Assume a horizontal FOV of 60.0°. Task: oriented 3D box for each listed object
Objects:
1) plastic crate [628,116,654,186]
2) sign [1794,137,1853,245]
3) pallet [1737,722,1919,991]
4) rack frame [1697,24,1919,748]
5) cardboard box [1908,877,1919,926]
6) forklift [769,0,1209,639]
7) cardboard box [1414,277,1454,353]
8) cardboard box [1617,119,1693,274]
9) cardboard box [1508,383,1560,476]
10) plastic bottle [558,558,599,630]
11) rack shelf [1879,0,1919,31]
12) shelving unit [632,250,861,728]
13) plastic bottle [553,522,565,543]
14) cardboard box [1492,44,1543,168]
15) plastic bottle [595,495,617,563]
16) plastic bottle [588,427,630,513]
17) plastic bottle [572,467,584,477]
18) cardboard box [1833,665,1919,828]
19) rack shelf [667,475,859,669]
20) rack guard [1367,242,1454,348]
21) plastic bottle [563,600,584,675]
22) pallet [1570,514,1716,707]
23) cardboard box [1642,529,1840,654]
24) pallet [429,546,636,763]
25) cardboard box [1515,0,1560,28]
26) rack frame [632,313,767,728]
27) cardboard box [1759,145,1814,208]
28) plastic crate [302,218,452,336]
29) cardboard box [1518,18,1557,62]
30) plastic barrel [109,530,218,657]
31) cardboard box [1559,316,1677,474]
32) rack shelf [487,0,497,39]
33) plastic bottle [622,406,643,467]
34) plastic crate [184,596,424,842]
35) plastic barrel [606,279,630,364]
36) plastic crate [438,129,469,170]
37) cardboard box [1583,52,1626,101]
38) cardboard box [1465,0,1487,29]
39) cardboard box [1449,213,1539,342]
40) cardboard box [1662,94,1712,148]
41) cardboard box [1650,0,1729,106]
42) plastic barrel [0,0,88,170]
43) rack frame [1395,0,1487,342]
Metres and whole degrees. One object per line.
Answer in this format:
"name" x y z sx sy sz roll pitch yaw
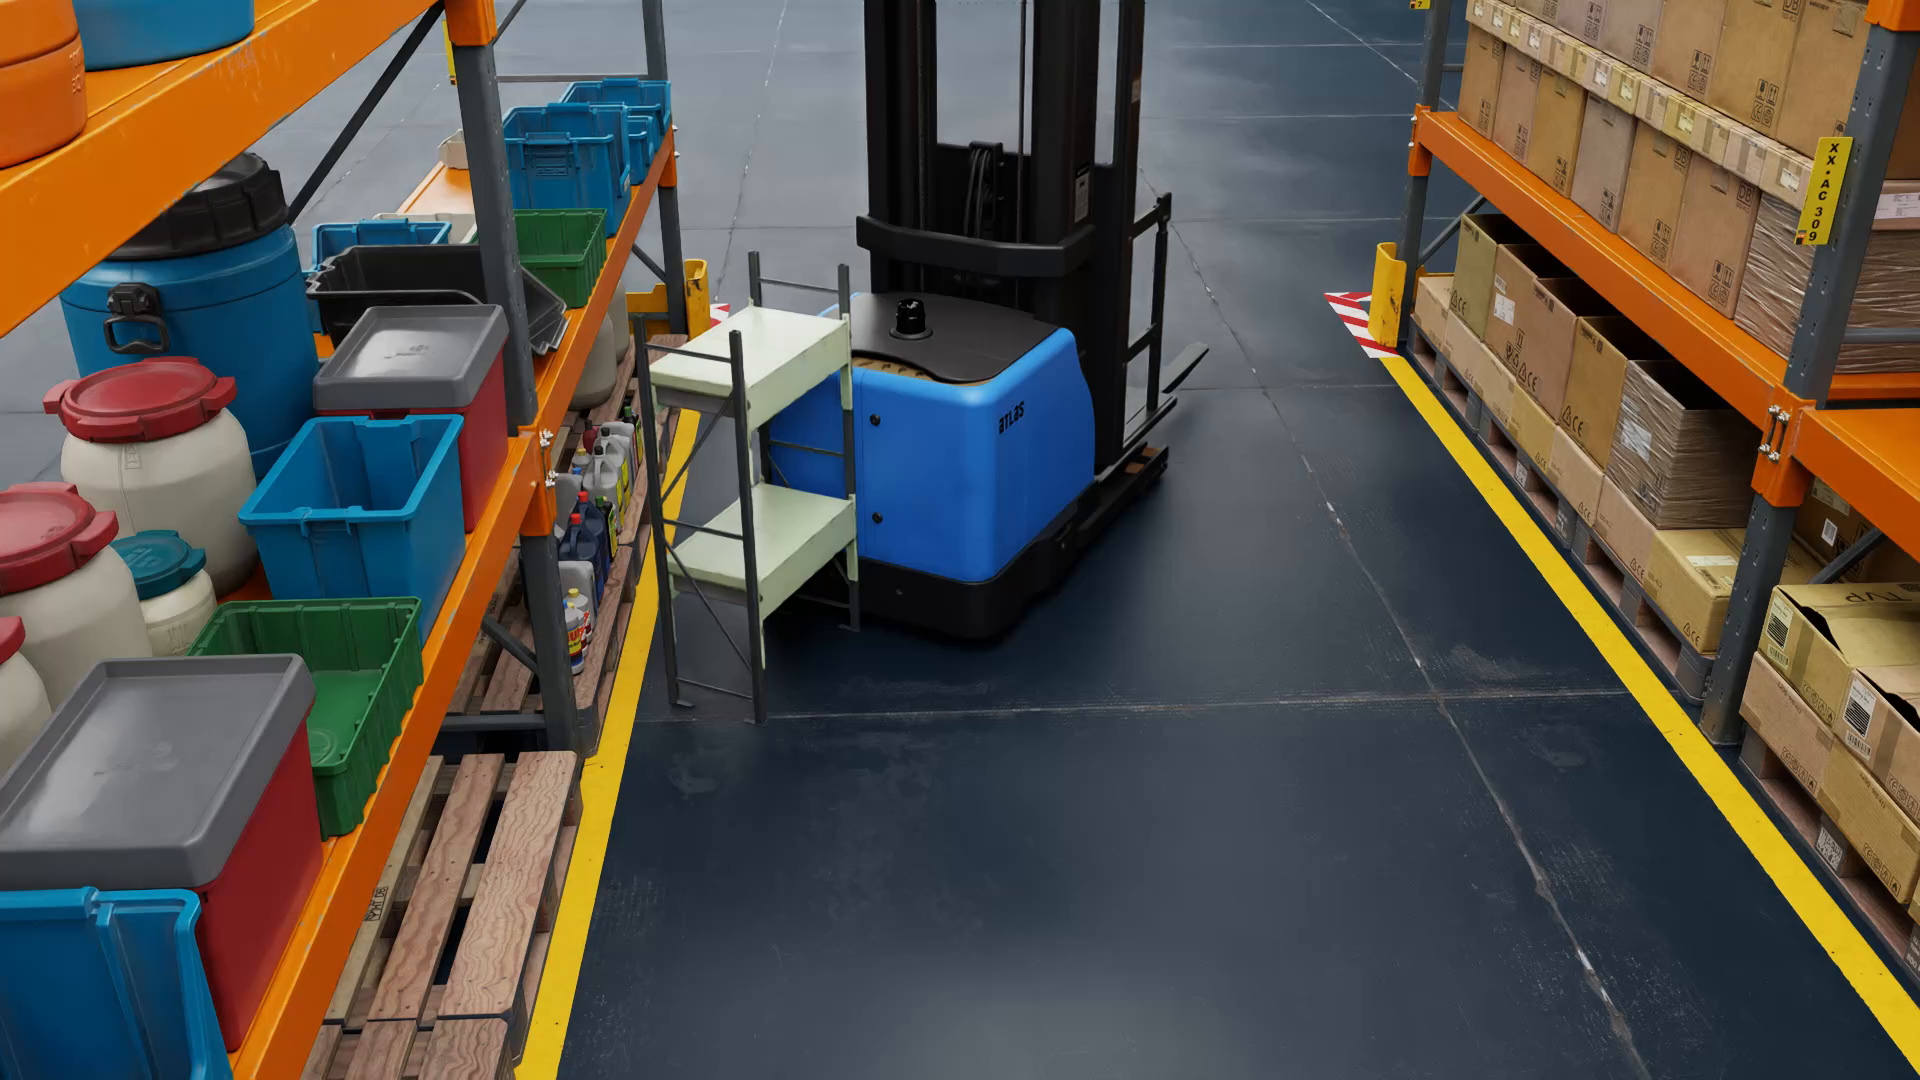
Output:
"plastic crate" -1.659 -1.779 7.579 0.499 0.251 0.408 -1 28 -3
"sign" 2.589 -1.045 4.988 0.100 0.325 0.005 -1 28 -3
"pallet" 3.221 0.936 5.228 1.003 0.211 1.213 -1 28 -3
"rack frame" 3.144 -0.640 5.233 1.000 3.000 0.127 -1 28 -3
"cardboard box" 2.972 1.061 4.492 0.500 0.250 0.500 -2 28 -4
"forklift" 0.320 -1.574 7.098 1.130 2.935 3.031 13 30 24
"cardboard box" 2.741 -1.201 8.829 0.500 0.250 0.500 -1 28 -3
"cardboard box" 3.058 -1.364 6.514 0.700 0.500 0.500 -1 28 -2
"cardboard box" 2.817 -0.508 7.500 0.500 0.250 0.500 -1 28 -3
"plastic bottle" -1.426 0.184 6.123 0.152 0.276 0.135 0 28 -1
"rack shelf" 3.248 -0.727 2.935 1.077 0.370 4.000 -1 28 -3
"shelving unit" -0.729 -0.187 5.987 0.431 1.500 0.755 12 30 21
"plastic bottle" -1.559 0.046 6.393 0.097 0.271 0.097 0 28 0
"cardboard box" 2.979 -2.073 7.873 0.700 0.500 0.500 -1 28 -1
"plastic bottle" -1.408 -0.060 6.583 0.061 0.283 0.133 0 28 0
"plastic bottle" -1.473 -0.295 6.960 0.144 0.351 0.185 0 28 -1
"plastic bottle" -1.591 -0.205 6.950 0.097 0.201 0.097 0 28 0
"cardboard box" 2.937 0.573 4.821 0.500 0.311 0.500 -2 28 -3
"rack shelf" -0.729 0.102 6.137 0.431 0.370 0.720 12 30 21
"rack guard" 2.933 -1.390 9.374 1.175 0.500 0.348 -1 28 -3
"plastic bottle" -1.382 0.335 5.839 0.097 0.271 0.097 0 28 0
"pallet" 3.144 0.228 6.584 1.003 0.211 1.213 -1 28 -3
"cardboard box" 2.901 0.184 6.172 0.500 0.250 0.500 -1 28 -3
"pallet" -1.797 0.403 6.249 1.003 0.211 1.213 -1 28 -3
"cardboard box" 2.982 -2.624 7.526 0.700 0.500 0.500 -2 28 -4
"rack frame" -0.880 -0.033 5.691 0.400 1.500 0.023 12 30 21
"cardboard box" 2.905 -1.206 5.510 0.380 0.149 0.250 -2 28 -4
"plastic crate" -2.132 -0.961 6.009 0.499 0.251 0.616 -1 28 -3
"cardboard box" 2.779 -2.279 7.566 0.380 0.149 0.250 -2 28 -3
"plastic barrel" -1.887 0.154 3.860 0.301 0.262 0.301 0 28 0
"cardboard box" 2.857 -0.610 6.885 0.500 0.500 0.500 -1 28 -3
"rack shelf" -1.908 -2.457 6.251 1.077 0.370 4.000 -1 28 -3
"plastic bottle" -1.454 -0.469 7.367 0.061 0.283 0.133 -1 28 -1
"plastic crate" -1.430 0.369 3.527 0.450 0.188 0.662 -1 28 -3
"plastic barrel" -1.901 -1.150 8.448 0.421 0.512 0.421 0 28 0
"plastic crate" -2.287 -1.831 7.803 0.298 0.136 0.250 -1 28 -3
"cardboard box" 2.820 -1.923 6.883 0.380 0.149 0.250 -1 28 -2
"cardboard box" 2.740 -2.633 8.244 0.380 0.149 0.250 -2 28 -3
"cardboard box" 2.769 -1.303 8.213 0.500 0.500 0.500 -1 28 -3
"cardboard box" 2.864 -1.562 6.192 0.380 0.149 0.250 -2 28 -3
"cardboard box" 3.061 -1.929 6.194 0.700 0.500 0.500 -1 28 -3
"plastic barrel" -1.455 -0.882 1.989 0.600 0.830 0.708 -1 28 -3
"rack frame" 2.935 -2.487 8.775 1.000 3.000 0.127 -1 28 -3
